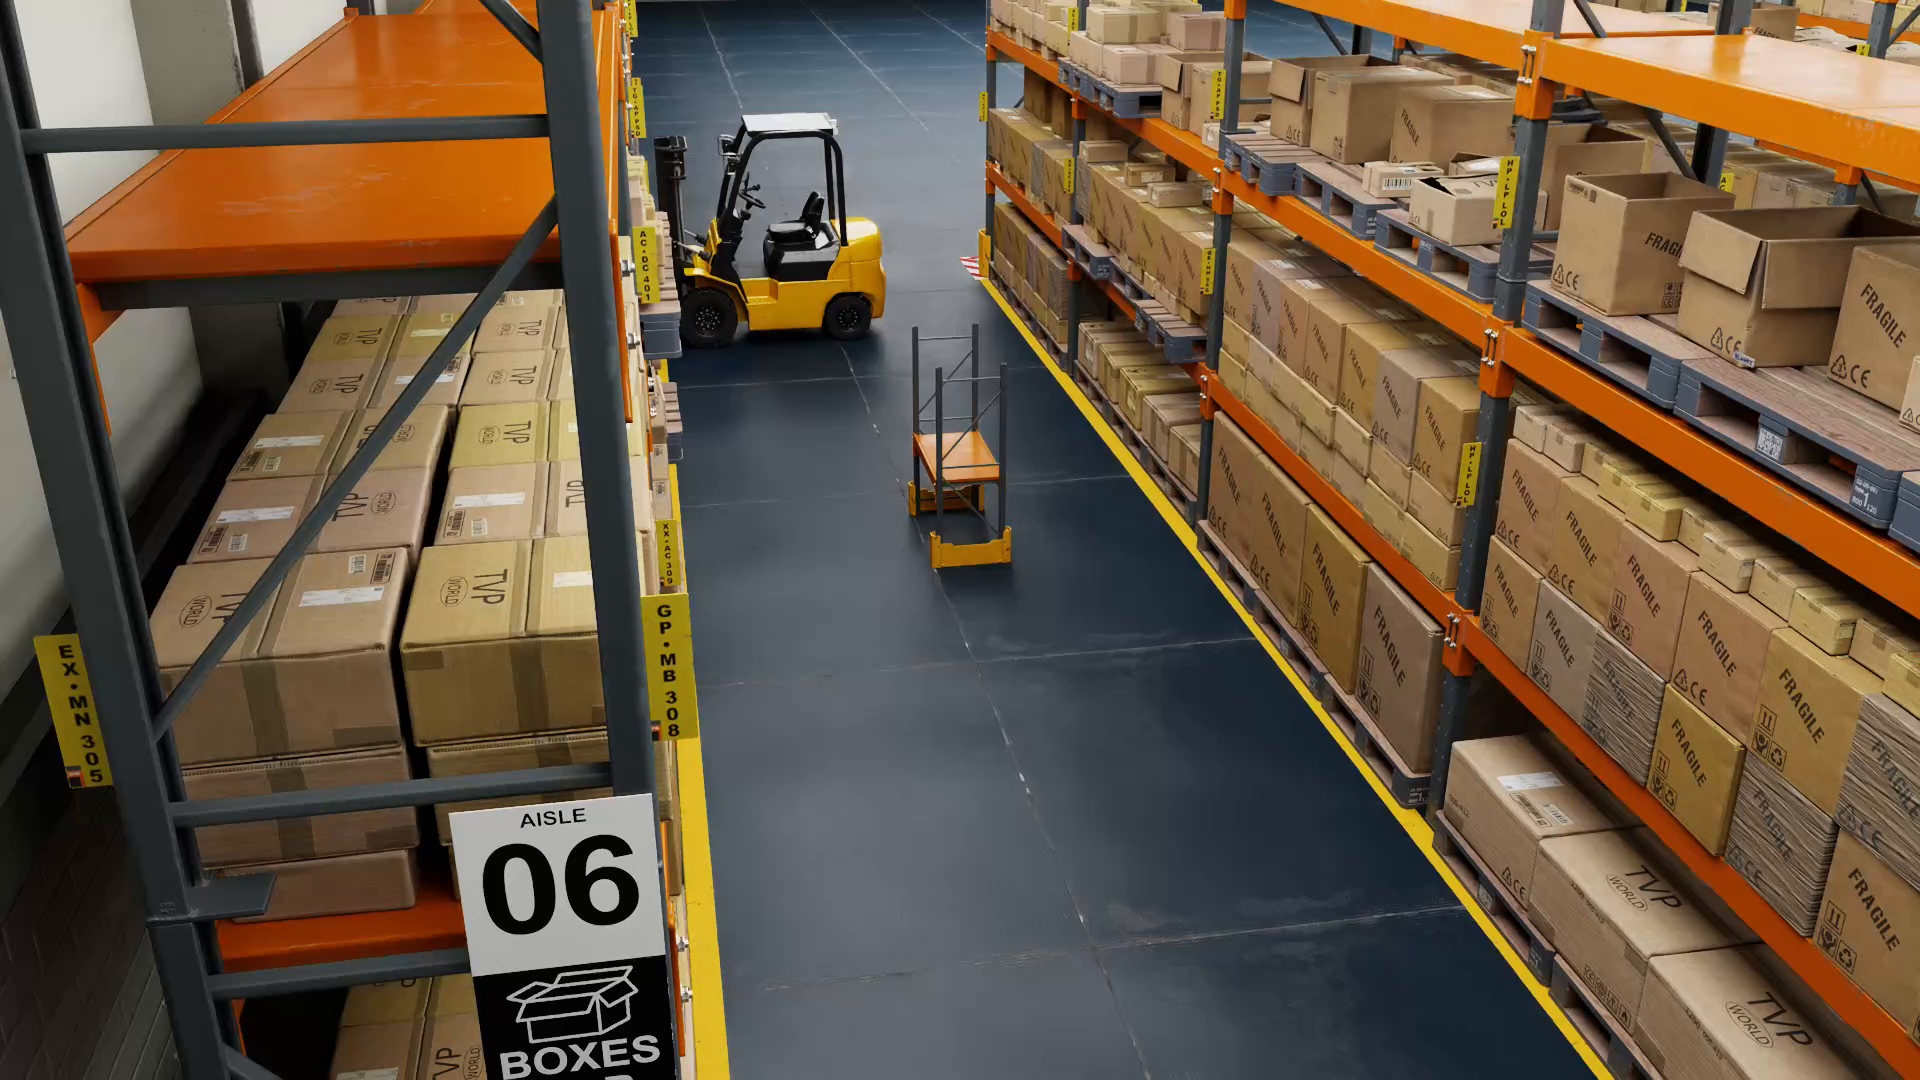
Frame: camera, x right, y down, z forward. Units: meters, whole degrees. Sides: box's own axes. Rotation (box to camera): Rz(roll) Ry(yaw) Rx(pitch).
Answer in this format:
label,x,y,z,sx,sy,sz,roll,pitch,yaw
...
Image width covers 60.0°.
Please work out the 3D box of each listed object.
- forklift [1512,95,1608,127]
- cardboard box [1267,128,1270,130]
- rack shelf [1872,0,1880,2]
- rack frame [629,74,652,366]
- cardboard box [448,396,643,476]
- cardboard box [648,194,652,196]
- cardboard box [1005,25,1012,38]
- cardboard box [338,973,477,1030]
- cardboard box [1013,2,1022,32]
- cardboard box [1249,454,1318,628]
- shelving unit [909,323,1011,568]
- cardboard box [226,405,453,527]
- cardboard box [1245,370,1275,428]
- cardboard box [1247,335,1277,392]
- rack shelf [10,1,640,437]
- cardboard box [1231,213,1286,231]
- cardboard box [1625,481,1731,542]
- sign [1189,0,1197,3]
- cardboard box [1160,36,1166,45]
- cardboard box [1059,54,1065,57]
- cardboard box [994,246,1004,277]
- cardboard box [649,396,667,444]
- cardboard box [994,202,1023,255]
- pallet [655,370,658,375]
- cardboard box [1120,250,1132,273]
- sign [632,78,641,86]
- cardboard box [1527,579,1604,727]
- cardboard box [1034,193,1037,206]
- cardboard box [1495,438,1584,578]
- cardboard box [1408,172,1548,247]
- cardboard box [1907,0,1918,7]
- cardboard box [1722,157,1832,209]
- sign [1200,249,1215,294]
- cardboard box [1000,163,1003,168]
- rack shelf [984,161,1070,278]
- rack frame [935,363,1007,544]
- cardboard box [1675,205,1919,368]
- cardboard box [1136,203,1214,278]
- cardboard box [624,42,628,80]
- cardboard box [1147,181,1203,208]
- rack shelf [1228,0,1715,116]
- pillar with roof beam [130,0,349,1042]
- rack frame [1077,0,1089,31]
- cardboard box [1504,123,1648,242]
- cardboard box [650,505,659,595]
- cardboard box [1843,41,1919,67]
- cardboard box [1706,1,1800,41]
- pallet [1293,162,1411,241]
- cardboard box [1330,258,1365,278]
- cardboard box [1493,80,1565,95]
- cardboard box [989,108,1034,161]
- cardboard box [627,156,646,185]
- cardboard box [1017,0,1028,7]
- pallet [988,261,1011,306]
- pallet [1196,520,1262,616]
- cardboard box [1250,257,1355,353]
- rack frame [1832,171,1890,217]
label,x,y,z,sx,sy,sz,roll,pitch,yaw
forklift,4.517,-2.339,14.186,1.130,2.935,3.031,-4,24,-9
cardboard box,2.392,-2.839,11.812,0.380,0.149,0.250,-4,24,-10
rack shelf,6.759,-4.872,13.804,1.077,0.370,4.000,-4,24,-10
rack frame,-3.334,-2.648,14.807,1.000,3.000,0.127,-4,24,-10
cardboard box,-1.132,-0.190,4.624,0.500,0.250,0.500,-5,24,-11
cardboard box,-1.748,-1.648,8.435,0.380,0.149,0.250,-4,24,-8
cardboard box,0.698,-5.492,17.885,0.380,0.149,0.250,-4,24,-8
cardboard box,-1.642,1.445,5.251,0.500,0.250,0.500,-4,24,-8
cardboard box,0.838,-5.415,17.210,0.500,0.250,0.500,-4,24,-8
cardboard box,2.490,-0.033,10.951,0.875,0.875,0.875,-4,24,-9
shelving unit,-0.014,-0.717,12.261,0.587,1.500,1.083,-4,24,-10
cardboard box,-1.673,-0.160,4.554,0.500,0.250,0.500,-4,24,-9
cardboard box,2.239,-0.963,11.137,0.500,0.250,0.500,-5,24,-11
cardboard box,2.229,-1.183,11.016,0.500,0.250,0.500,-4,24,-8
rack shelf,-1.485,-1.133,4.745,1.077,0.370,4.000,-4,24,-10
cardboard box,2.324,-2.217,12.799,0.500,0.500,0.500,-3,24,-7
cardboard box,2.984,-0.122,6.839,0.380,0.149,0.250,-5,24,-11
sign,2.088,-4.851,14.967,0.100,0.325,0.005,-4,24,-10
cardboard box,1.882,-4.097,14.039,0.500,0.250,0.500,-4,24,-9
cardboard box,1.154,-4.582,15.803,0.380,0.149,0.250,-4,24,-9
cardboard box,0.681,-3.185,18.947,0.500,0.250,0.500,-5,24,-10
cardboard box,-1.965,-0.459,9.145,0.700,0.500,0.500,-4,24,-10
cardboard box,0.686,-3.519,18.776,0.500,0.500,0.500,-5,24,-12
pallet,-3.440,-1.686,16.089,1.003,0.211,1.213,-4,24,-10
cardboard box,1.549,-2.339,13.888,0.380,0.149,0.250,-3,24,-8
sign,-3.538,-4.895,18.210,0.100,0.325,0.005,-4,24,-10
cardboard box,2.941,0.486,7.506,0.500,0.500,0.500,-4,24,-9
cardboard box,0.975,-3.508,17.090,0.380,0.149,0.250,-5,24,-11
cardboard box,2.873,-0.169,7.757,0.500,0.500,0.500,-4,24,-9
cardboard box,2.653,-1.727,8.539,0.500,0.311,0.500,-4,24,-10
cardboard box,10.726,-5.976,18.369,0.380,0.149,0.250,-5,24,-12
cardboard box,6.864,-2.931,14.082,0.700,0.500,0.500,-5,24,-11
sign,1.751,-1.894,11.733,0.100,0.325,0.005,-4,24,-10
cardboard box,0.663,-4.326,18.964,0.380,0.149,0.250,-4,24,-10
rack shelf,1.174,-3.474,17.597,1.077,0.370,4.000,-4,24,-10
rack frame,0.078,-0.521,11.811,0.500,1.500,0.032,-4,24,-10
cardboard box,3.304,-1.002,6.513,0.797,0.503,0.637,-2,24,-6
cardboard box,1.725,-2.377,13.166,0.500,0.500,0.500,-6,24,-13
cardboard box,-2.680,-3.227,11.612,0.700,0.500,0.500,-5,24,-11
cardboard box,1.703,-2.738,13.182,0.380,0.149,0.250,-5,24,-12
rack shelf,2.653,-2.893,9.272,1.077,0.370,4.000,-4,24,-10
pillar with roof beam,1.619,-2.228,6.352,9.100,9.000,0.400,-4,24,-10
rack frame,1.543,-5.766,14.451,1.000,3.000,0.127,-4,24,-10
cardboard box,3.145,-1.851,8.586,0.500,0.500,0.500,-5,24,-11
cardboard box,-1.125,0.035,4.734,0.500,0.250,0.500,-5,24,-11
cardboard box,7.211,-3.722,12.982,0.500,0.311,0.500,-4,24,-10
cardboard box,6.532,-4.171,13.773,0.500,0.500,0.500,-4,24,-10
pallet,2.664,-2.042,9.909,1.003,0.211,1.213,-3,24,-7
cardboard box,2.739,-1.562,10.947,0.500,0.500,0.500,-4,24,-9
cardboard box,6.174,-4.564,17.659,0.875,0.550,0.550,-4,24,-10
cardboard box,0.619,-4.565,18.701,0.500,0.500,0.500,-5,24,-11
cardboard box,-1.821,-1.887,8.609,0.380,0.149,0.250,-4,24,-9
cardboard box,0.798,-5.556,17.035,0.380,0.149,0.250,-4,24,-8
pallet,0.933,-2.960,19.006,1.003,0.211,1.213,-4,24,-10
pallet,2.355,0.150,11.885,1.003,0.211,1.213,-4,24,-10
cardboard box,2.235,-1.541,10.899,0.500,0.500,0.500,-4,24,-10
rack frame,7.129,-1.849,12.979,1.000,3.000,0.127,-4,24,-10
